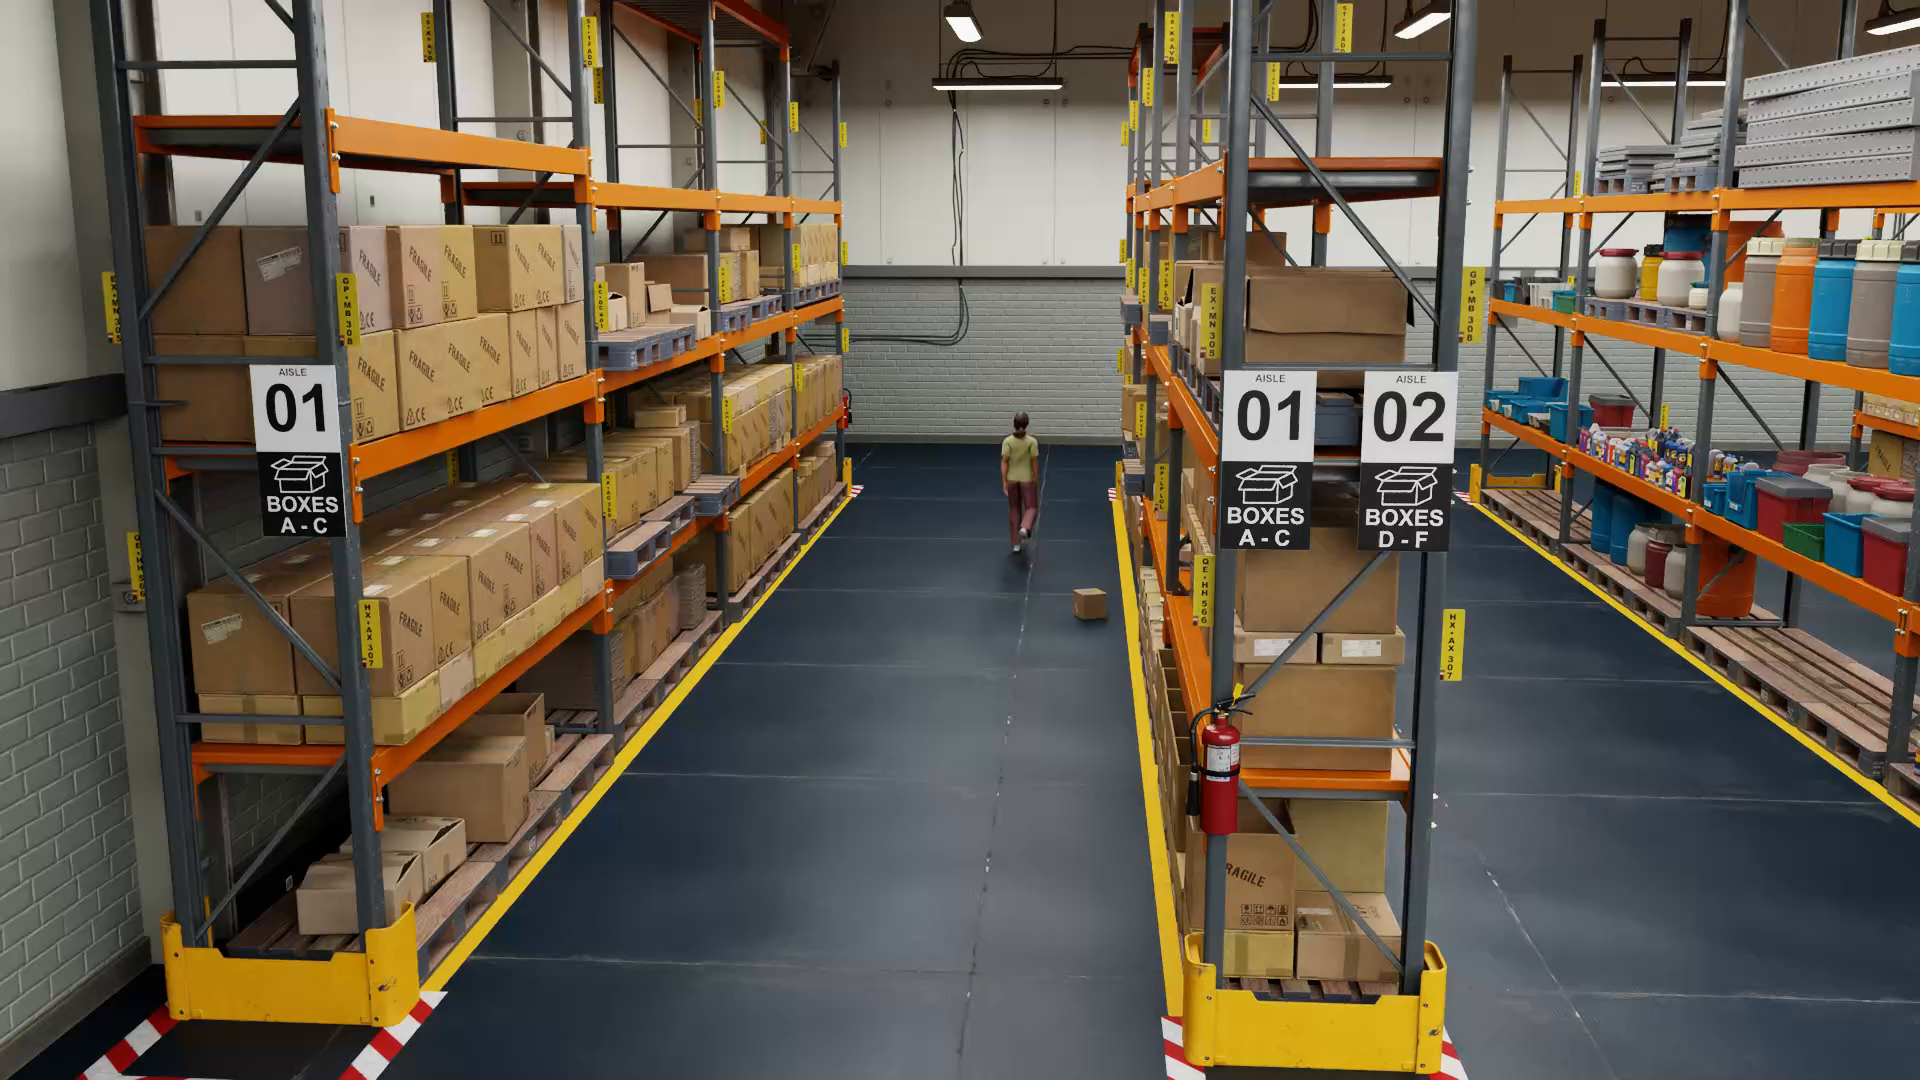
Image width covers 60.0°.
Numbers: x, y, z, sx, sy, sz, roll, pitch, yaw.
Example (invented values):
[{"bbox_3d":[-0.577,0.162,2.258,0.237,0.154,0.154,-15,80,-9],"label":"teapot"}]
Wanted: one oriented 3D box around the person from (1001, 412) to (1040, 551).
[{"bbox_3d":[0.702,-0.662,19.345,0.439,1.644,0.685,2,11,10],"label":"person"}]
